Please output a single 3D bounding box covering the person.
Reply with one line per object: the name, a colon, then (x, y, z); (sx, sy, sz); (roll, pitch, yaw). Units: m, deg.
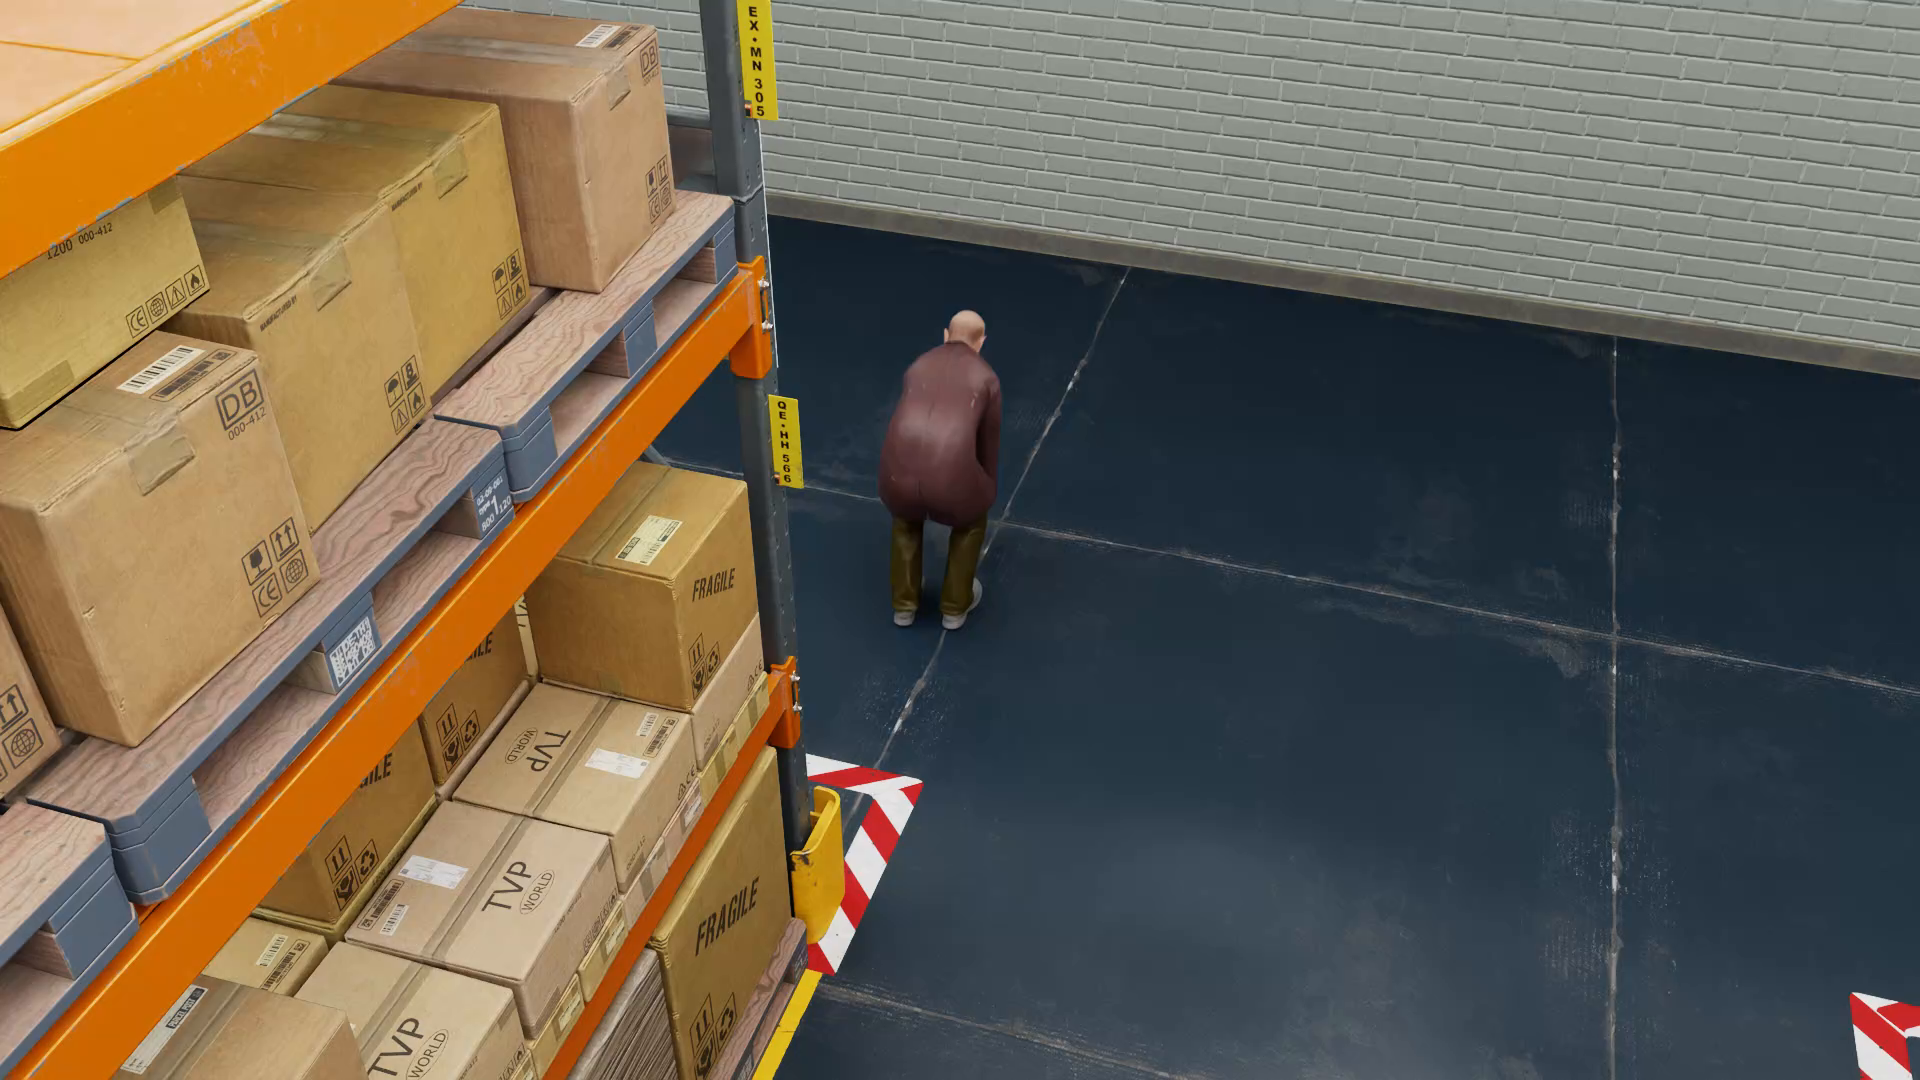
person: (-0.057, -0.305, 7.724); (0.553, 1.297, 0.914); (10, 38, 13)
